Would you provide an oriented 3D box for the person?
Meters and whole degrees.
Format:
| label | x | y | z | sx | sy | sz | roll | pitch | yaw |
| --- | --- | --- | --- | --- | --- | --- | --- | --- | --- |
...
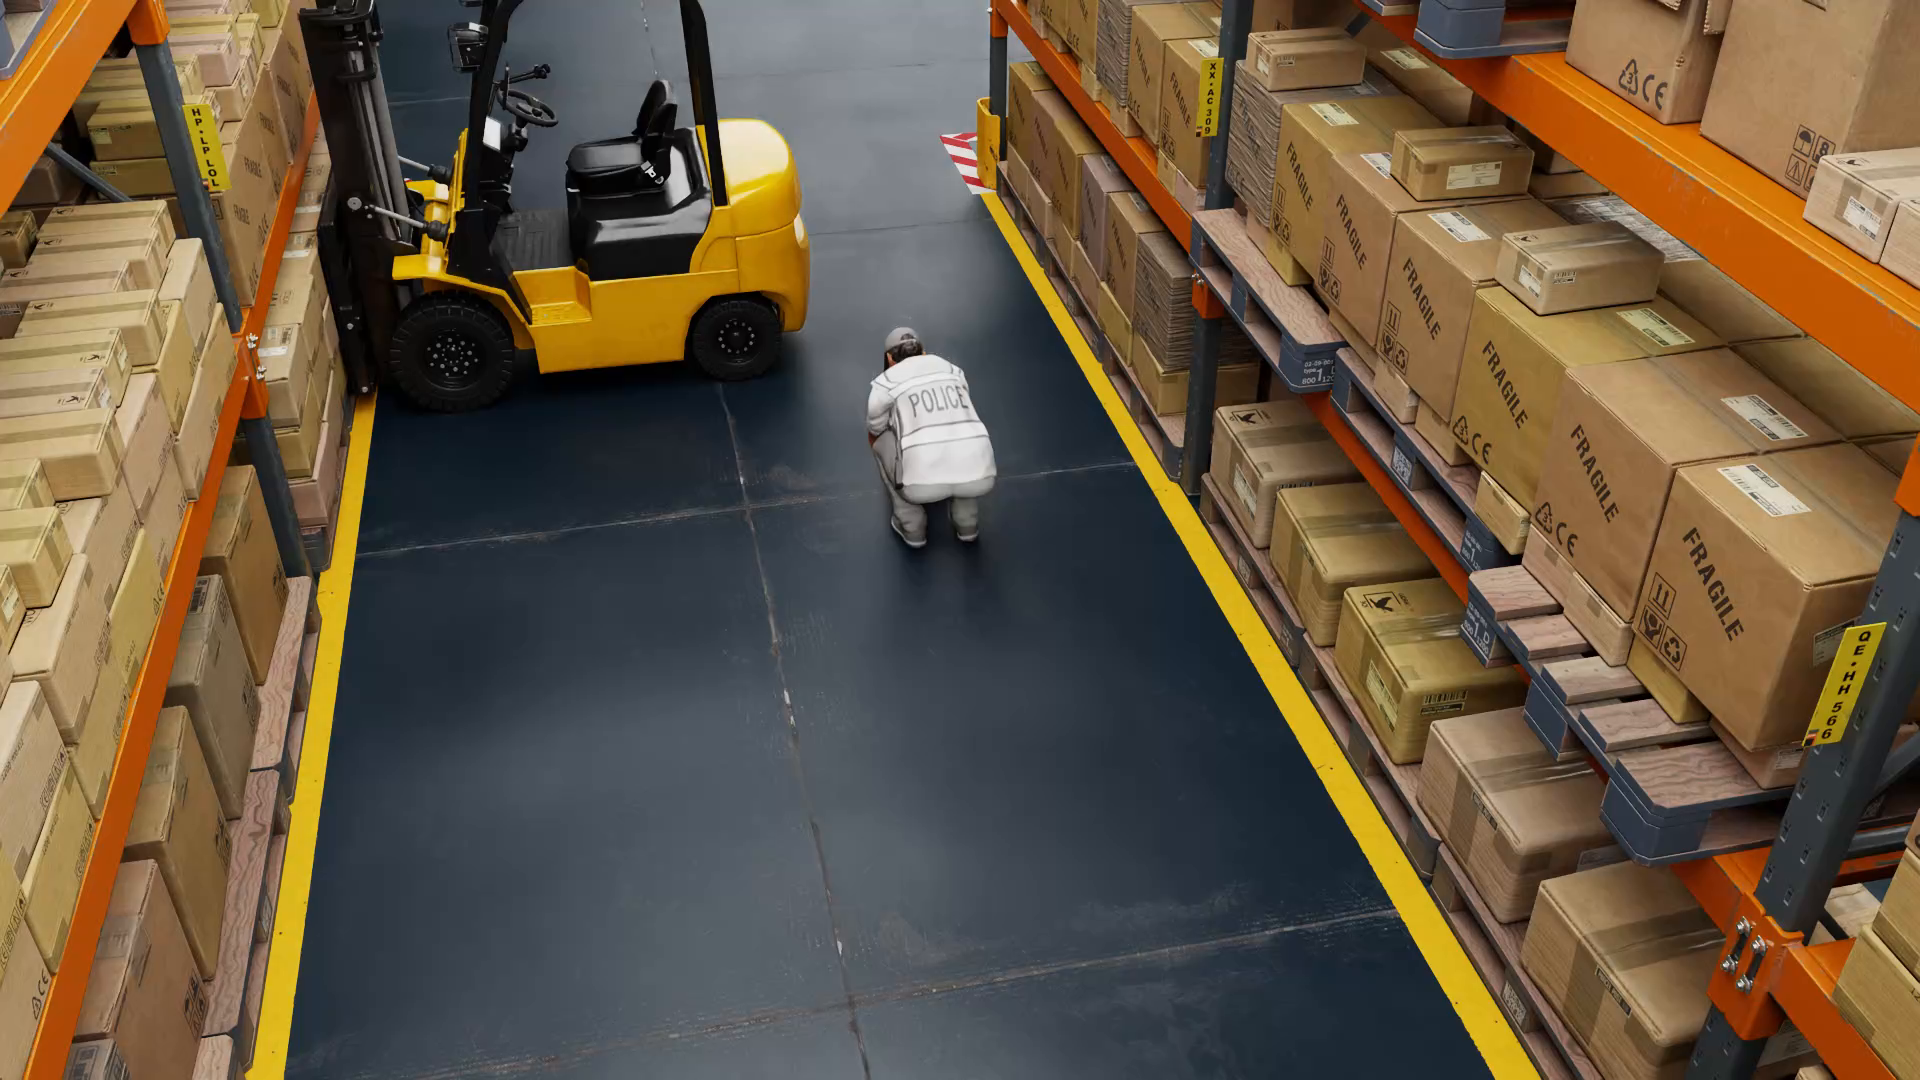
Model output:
| label | x | y | z | sx | sy | sz | roll | pitch | yaw |
| --- | --- | --- | --- | --- | --- | --- | --- | --- | --- |
| person | -0.138 | -0.434 | 7.501 | 0.515 | 0.848 | 0.839 | -7 | 35 | -10 |
